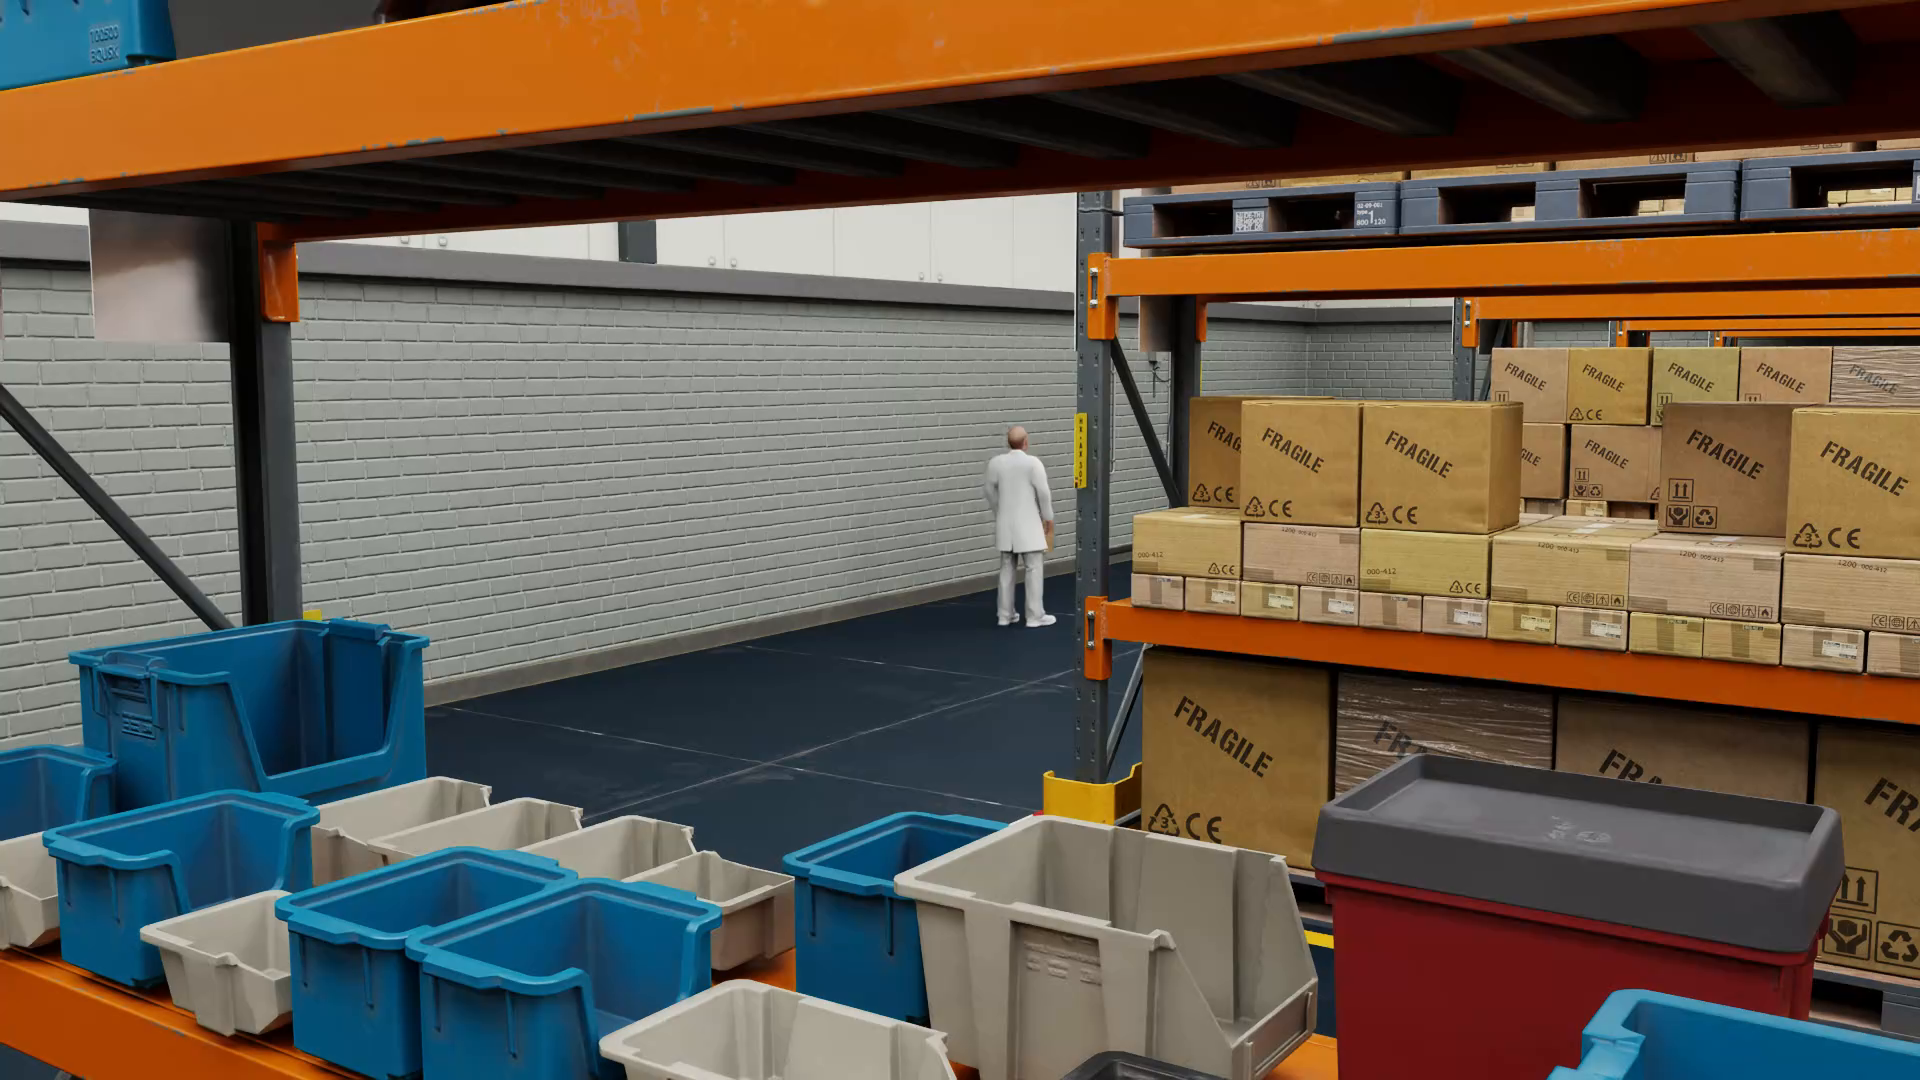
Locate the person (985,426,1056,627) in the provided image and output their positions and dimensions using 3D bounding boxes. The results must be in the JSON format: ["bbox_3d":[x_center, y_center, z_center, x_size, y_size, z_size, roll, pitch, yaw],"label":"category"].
[{"bbox_3d":[0.547,-0.132,14.942,0.651,1.779,0.436,4,7,34],"label":"person"}]
